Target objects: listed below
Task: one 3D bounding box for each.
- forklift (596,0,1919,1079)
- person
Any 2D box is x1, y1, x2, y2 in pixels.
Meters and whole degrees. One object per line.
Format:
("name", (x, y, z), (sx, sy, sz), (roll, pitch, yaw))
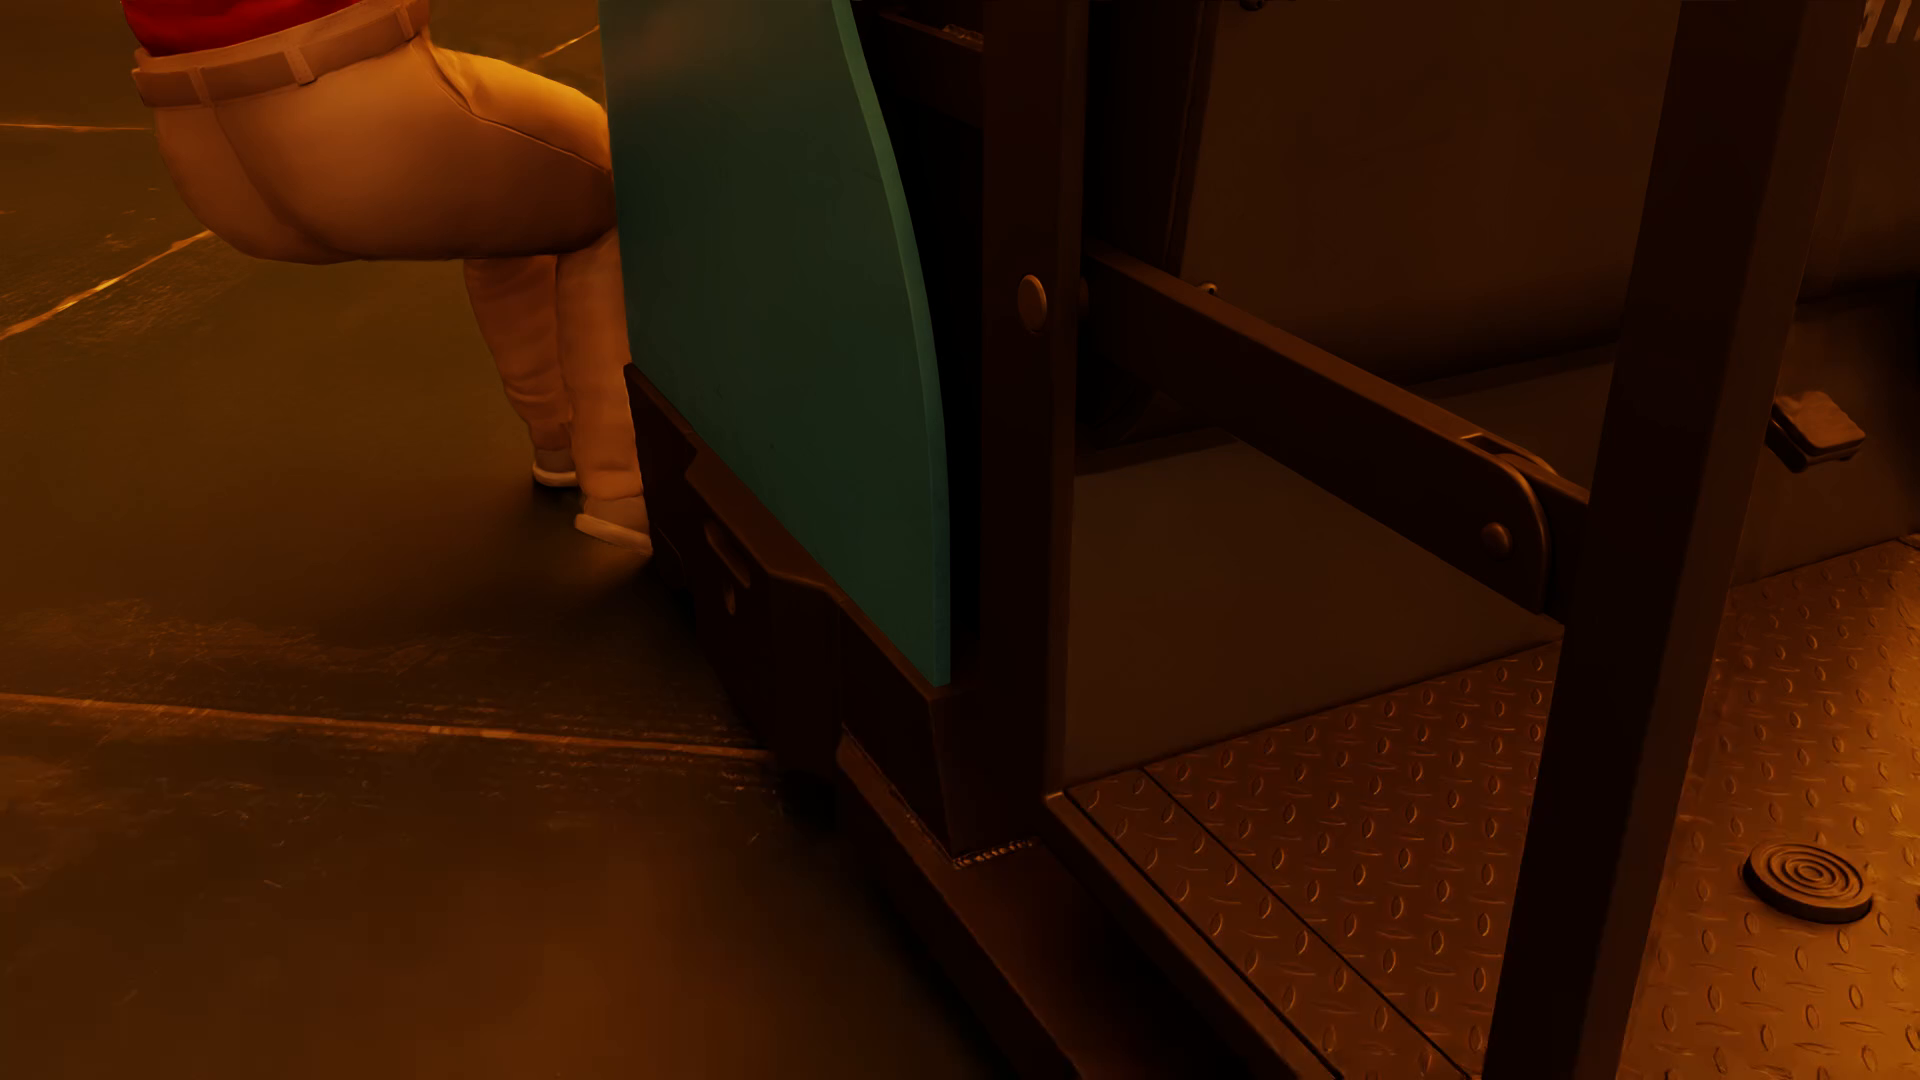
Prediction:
("forklift", (0.637, -0.818, 0.857), (1.130, 2.935, 3.031), (-13, 29, -24))
("person", (-0.688, -0.669, 2.237), (0.819, 1.531, 0.841), (12, 29, 22))
